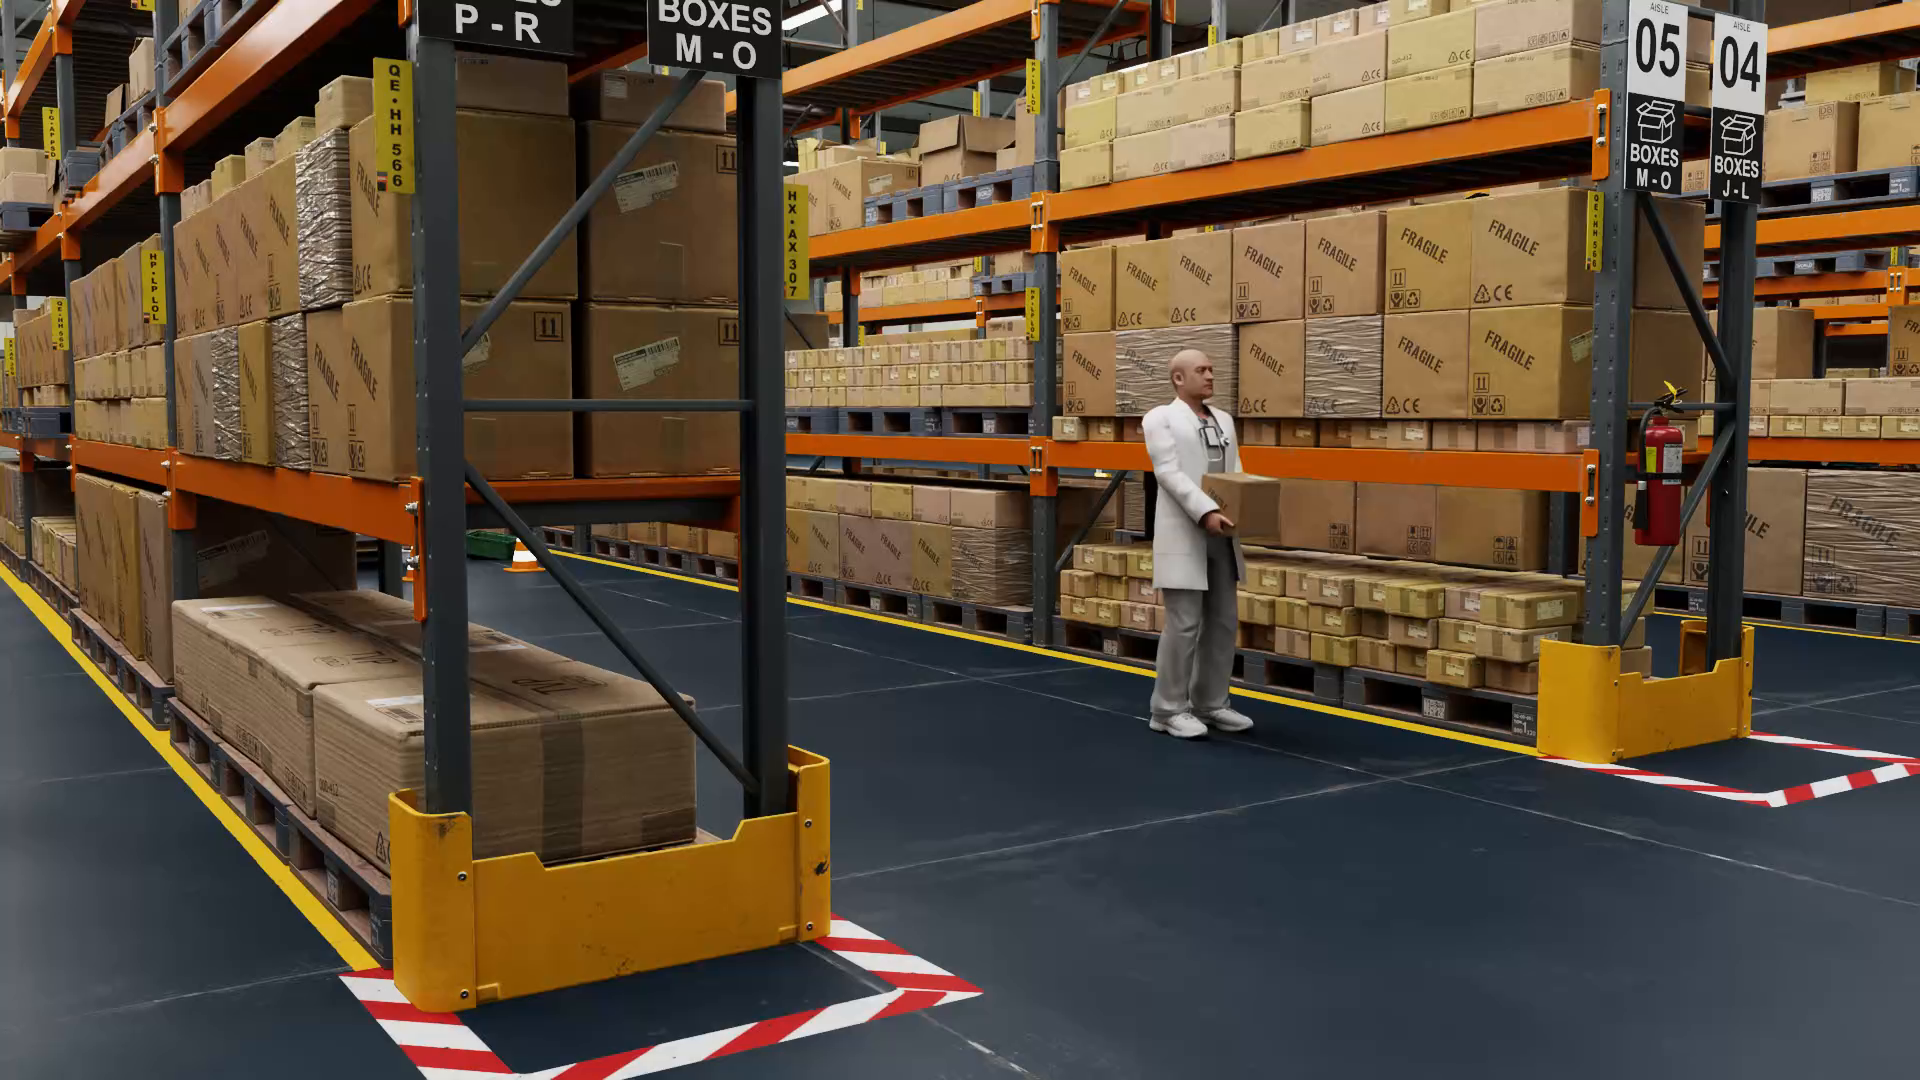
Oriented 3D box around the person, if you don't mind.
[{"bbox_3d":[1.157,0.012,7.637,0.530,1.769,0.562,-3,6,-35],"label":"person"}]
